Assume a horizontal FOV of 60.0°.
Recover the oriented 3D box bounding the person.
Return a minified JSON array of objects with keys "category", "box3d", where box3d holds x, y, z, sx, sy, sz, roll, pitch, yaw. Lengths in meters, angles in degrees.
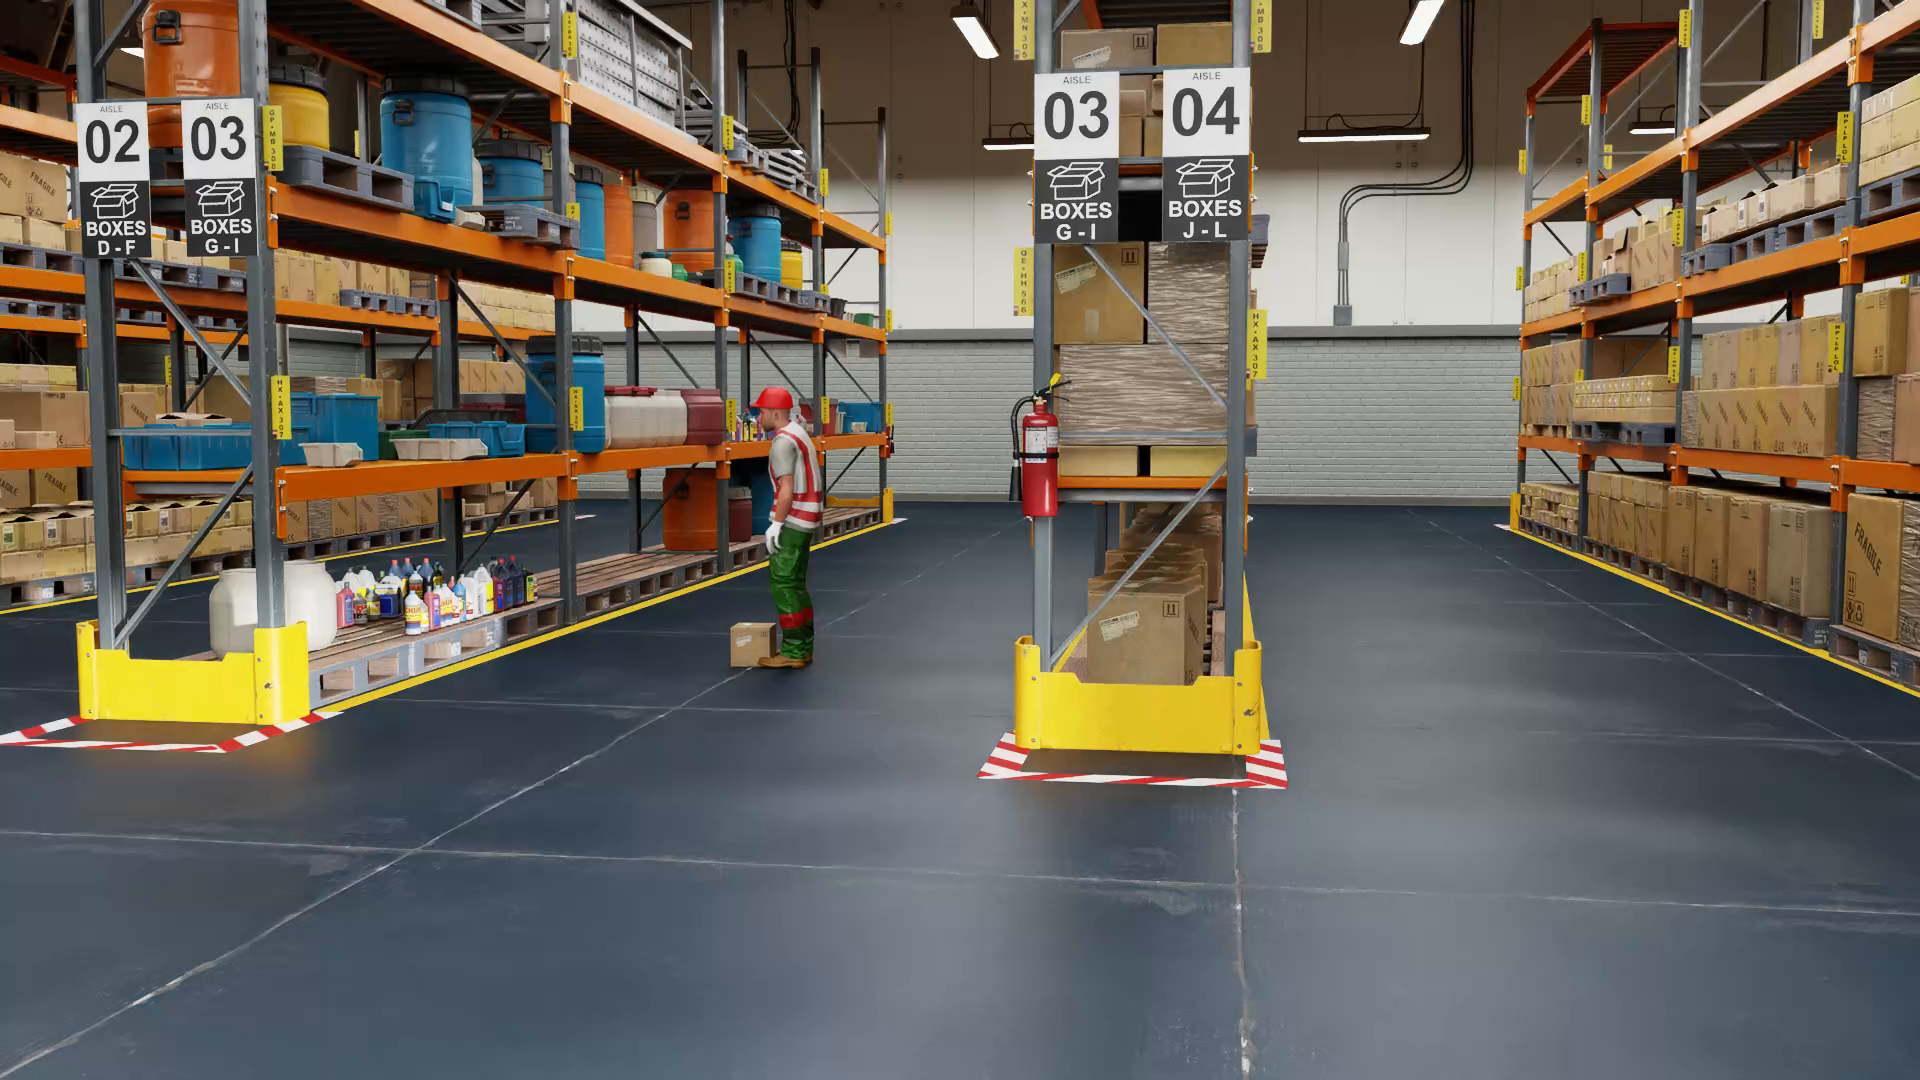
[{"category":"person","box3d":[-1.105,-0.085,10.590,0.454,1.779,0.620,1,4,7]}]
